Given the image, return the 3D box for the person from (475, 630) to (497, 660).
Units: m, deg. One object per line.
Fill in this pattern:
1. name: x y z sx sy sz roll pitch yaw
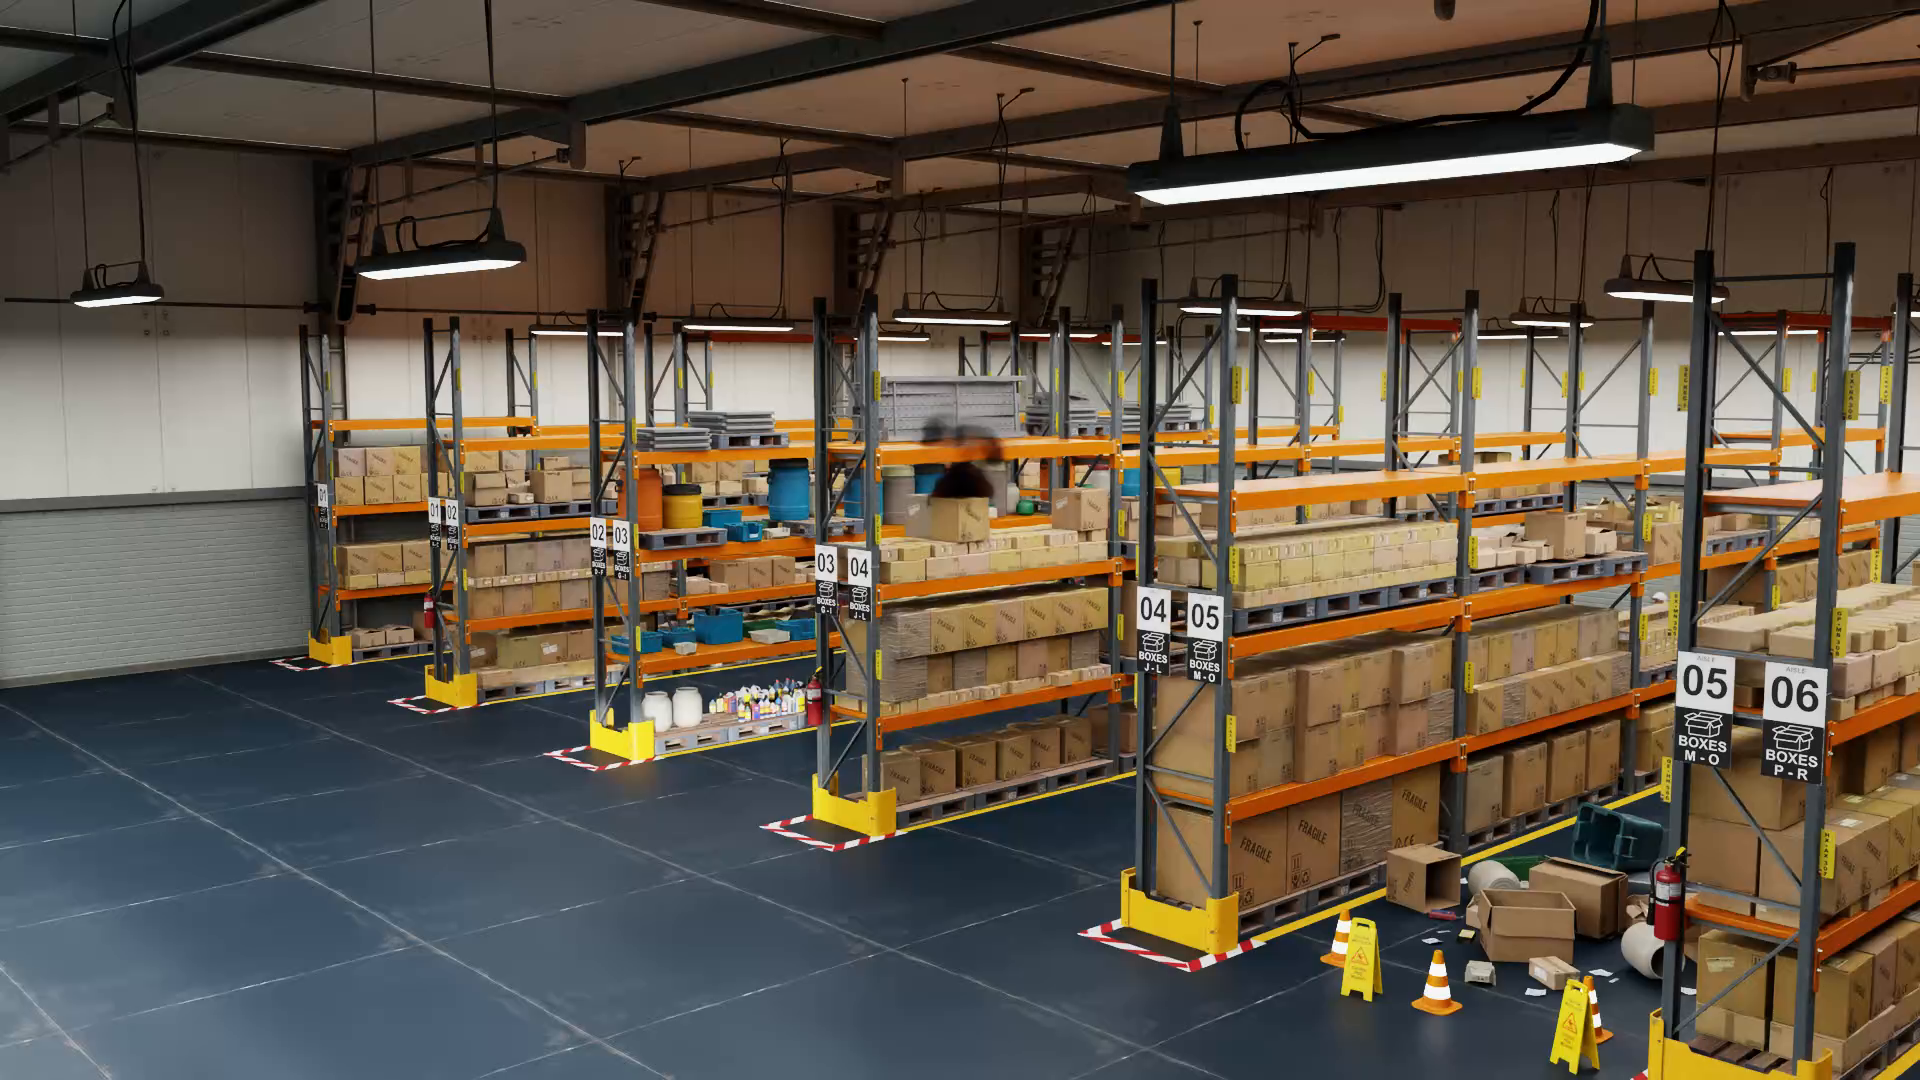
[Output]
1. person: -8.108 1.465 28.114 0.686 1.824 0.845 6 8 44

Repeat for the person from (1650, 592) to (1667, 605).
1. person: 10.837 1.684 25.879 0.551 1.738 0.660 -3 7 -30
